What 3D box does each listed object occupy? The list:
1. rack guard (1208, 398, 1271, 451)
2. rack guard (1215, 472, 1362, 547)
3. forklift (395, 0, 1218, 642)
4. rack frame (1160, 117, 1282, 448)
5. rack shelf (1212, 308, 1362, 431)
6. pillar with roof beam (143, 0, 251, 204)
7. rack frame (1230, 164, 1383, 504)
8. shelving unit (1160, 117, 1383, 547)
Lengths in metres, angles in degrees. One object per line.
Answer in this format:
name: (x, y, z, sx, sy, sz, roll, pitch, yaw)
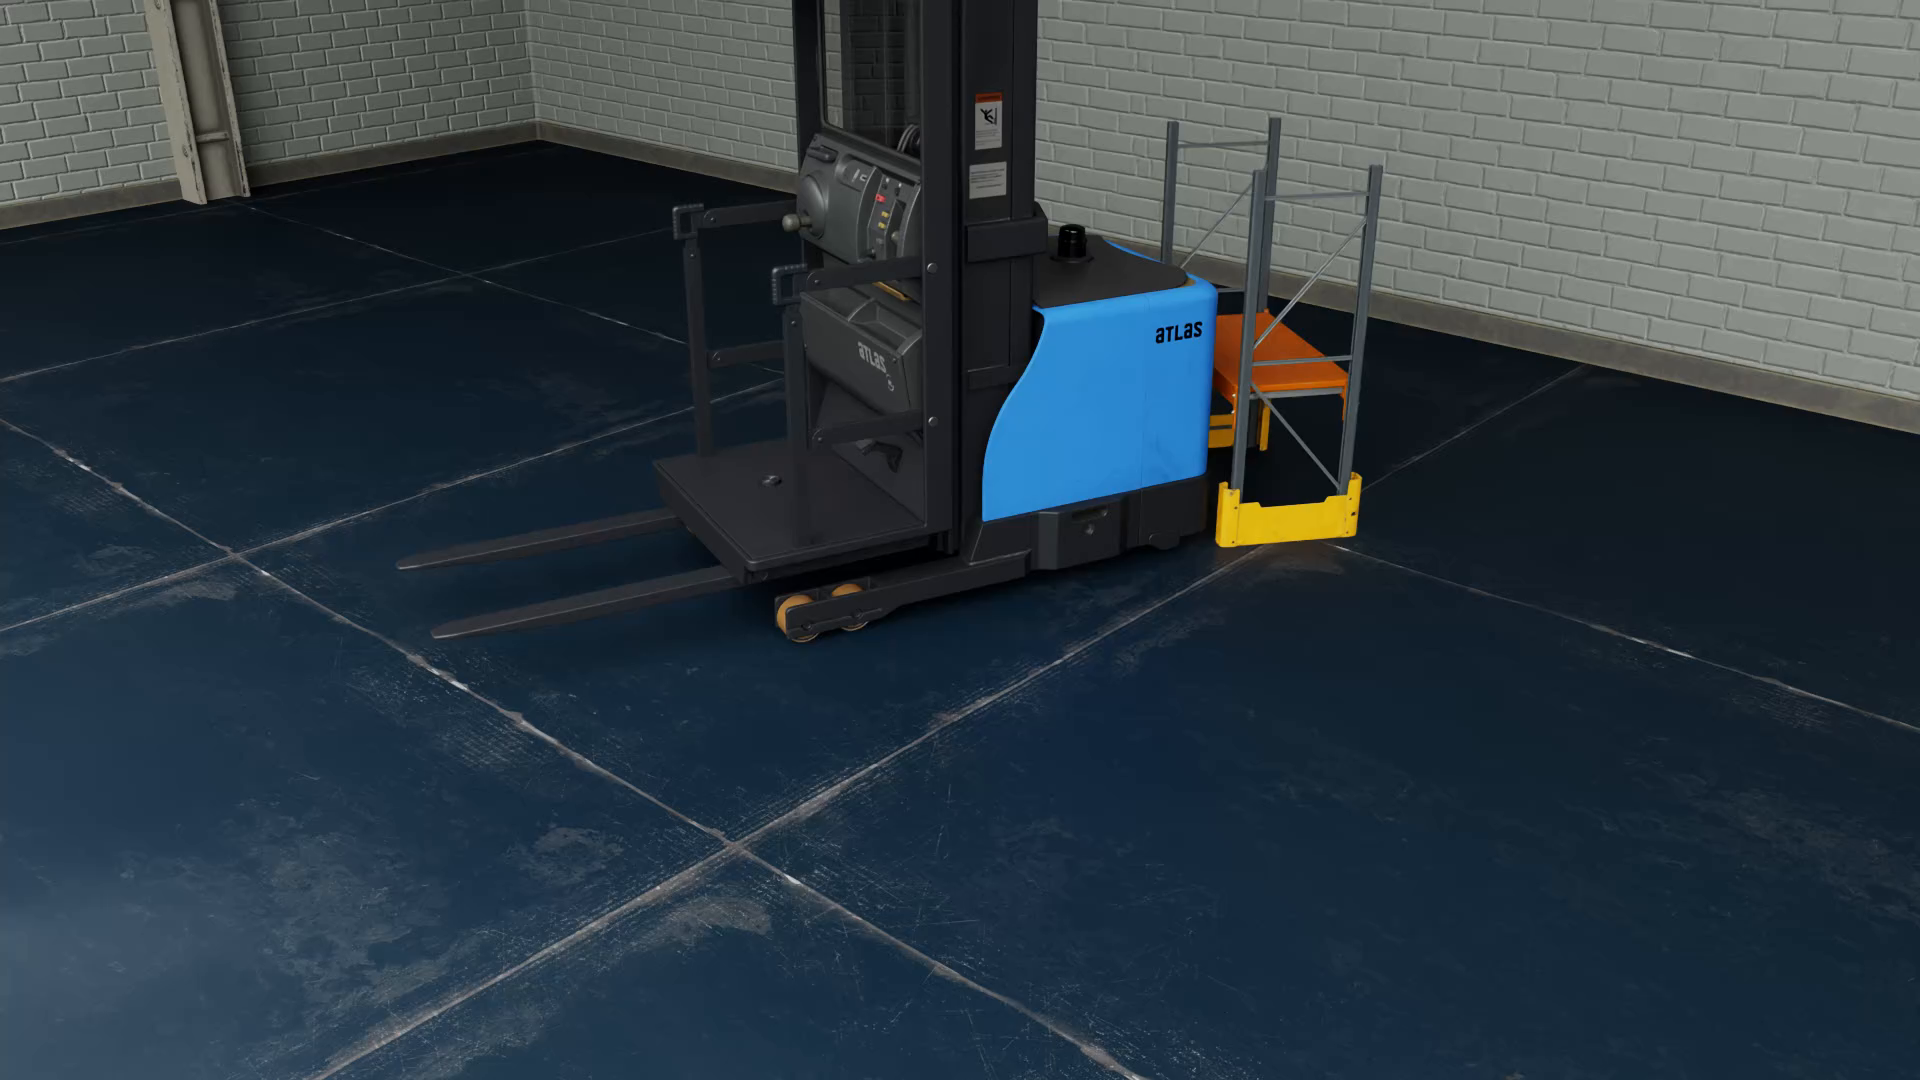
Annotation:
rack guard: (1.129, -0.523, 7.611, 0.587, 0.250, 0.087, -5, 25, -10)
rack guard: (1.327, -0.124, 6.720, 0.587, 0.250, 0.087, -5, 25, -10)
forklift: (-0.551, -1.219, 5.886, 3.031, 2.935, 1.130, -12, 27, -25)
rack frame: (1.125, -1.101, 7.372, 0.500, 1.500, 0.032, -5, 25, -10)
rack shelf: (1.226, -0.733, 6.991, 0.538, 0.185, 1.000, -5, 25, -10)
pillar with roof beam: (-2.383, -5.508, 8.037, 9.100, 9.000, 0.400, 20, 31, 38)
rack frame: (1.328, -0.693, 6.463, 0.500, 1.500, 0.032, -5, 25, -10)
shelving unit: (1.228, -0.894, 6.910, 0.587, 1.500, 1.083, -5, 25, -10)
